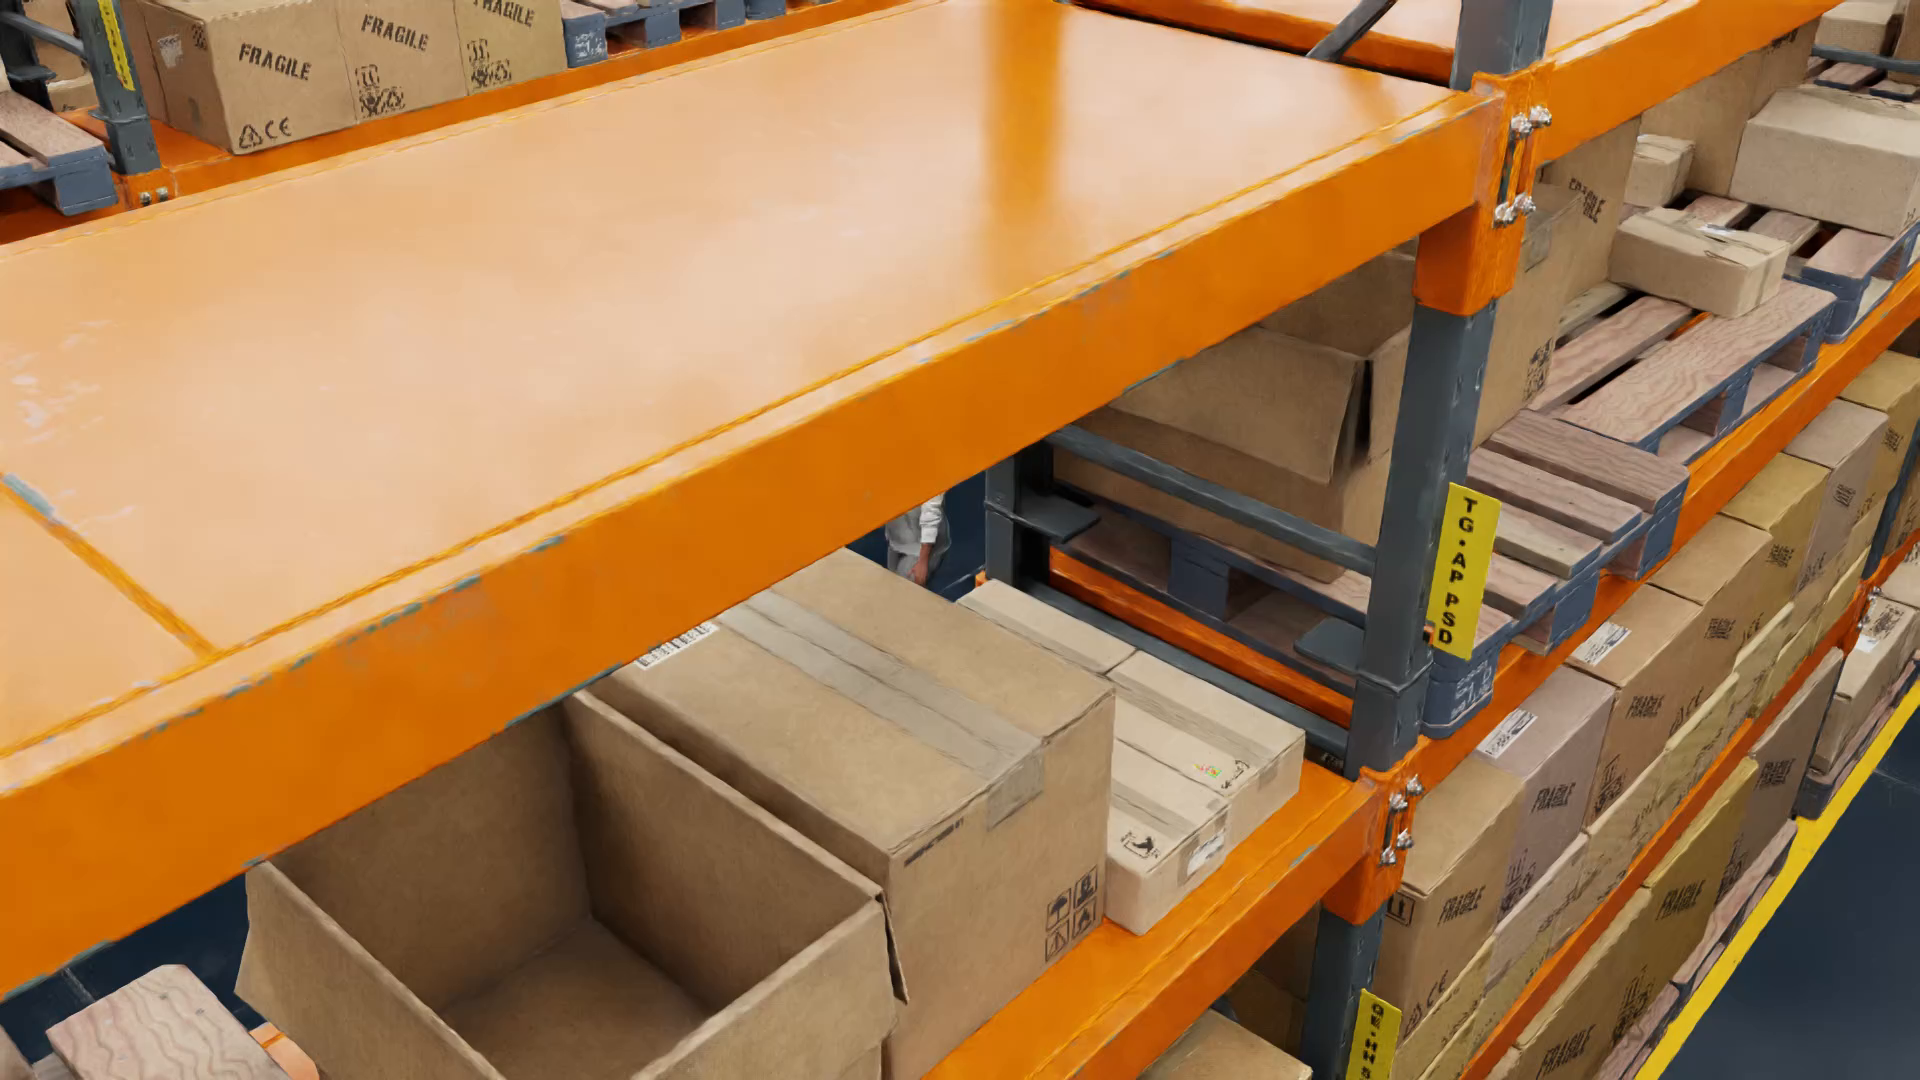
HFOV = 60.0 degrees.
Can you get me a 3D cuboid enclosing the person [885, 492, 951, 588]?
[{"bbox_3d":[-0.198,0.062,7.615,0.579,1.492,0.463,-9,33,-15],"label":"person"}]
